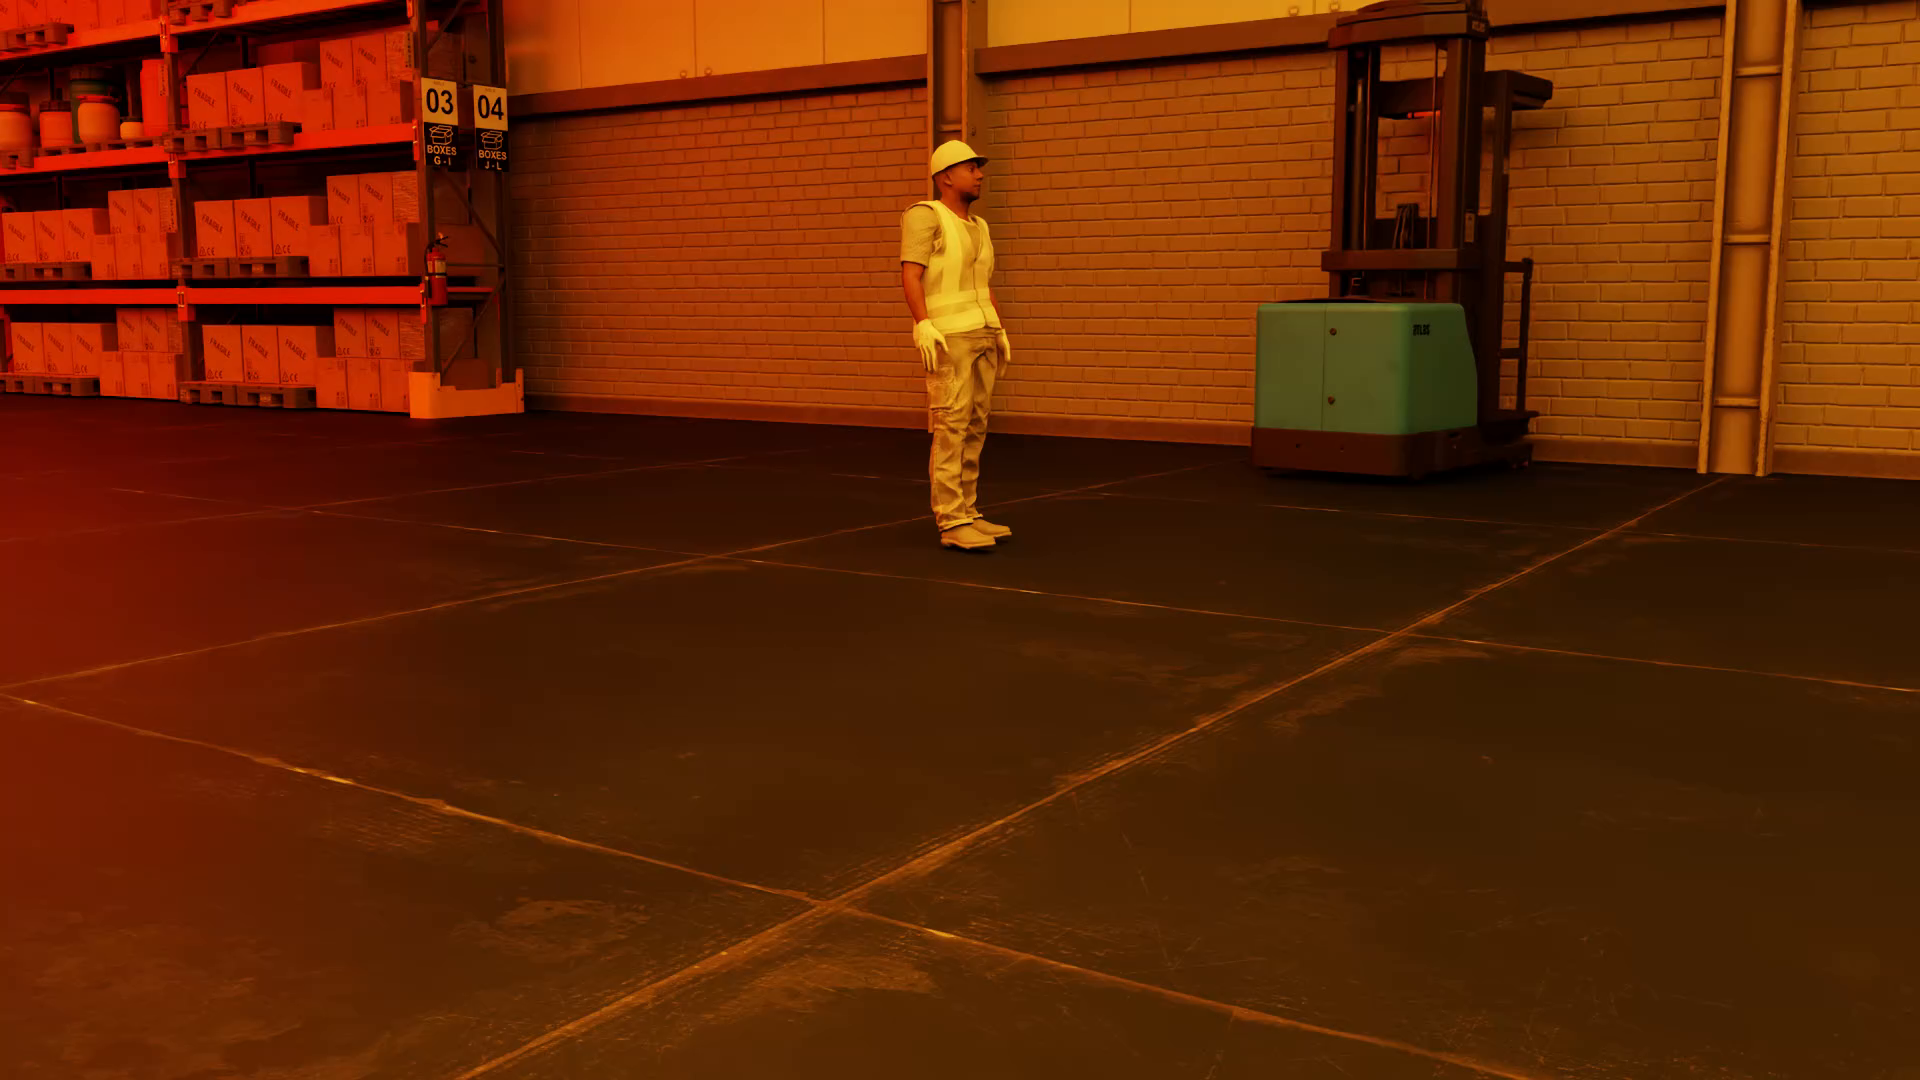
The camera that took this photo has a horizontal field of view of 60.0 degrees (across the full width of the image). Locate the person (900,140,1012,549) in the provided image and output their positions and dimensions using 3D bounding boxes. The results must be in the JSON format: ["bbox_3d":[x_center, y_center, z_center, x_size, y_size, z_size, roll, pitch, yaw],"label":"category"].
[{"bbox_3d":[0.055,-0.884,7.430,0.575,1.785,0.657,5,10,34],"label":"person"}]

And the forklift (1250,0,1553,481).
[{"bbox_3d":[3.153,-1.955,10.944,1.130,2.935,3.031,7,11,40],"label":"forklift"}]
